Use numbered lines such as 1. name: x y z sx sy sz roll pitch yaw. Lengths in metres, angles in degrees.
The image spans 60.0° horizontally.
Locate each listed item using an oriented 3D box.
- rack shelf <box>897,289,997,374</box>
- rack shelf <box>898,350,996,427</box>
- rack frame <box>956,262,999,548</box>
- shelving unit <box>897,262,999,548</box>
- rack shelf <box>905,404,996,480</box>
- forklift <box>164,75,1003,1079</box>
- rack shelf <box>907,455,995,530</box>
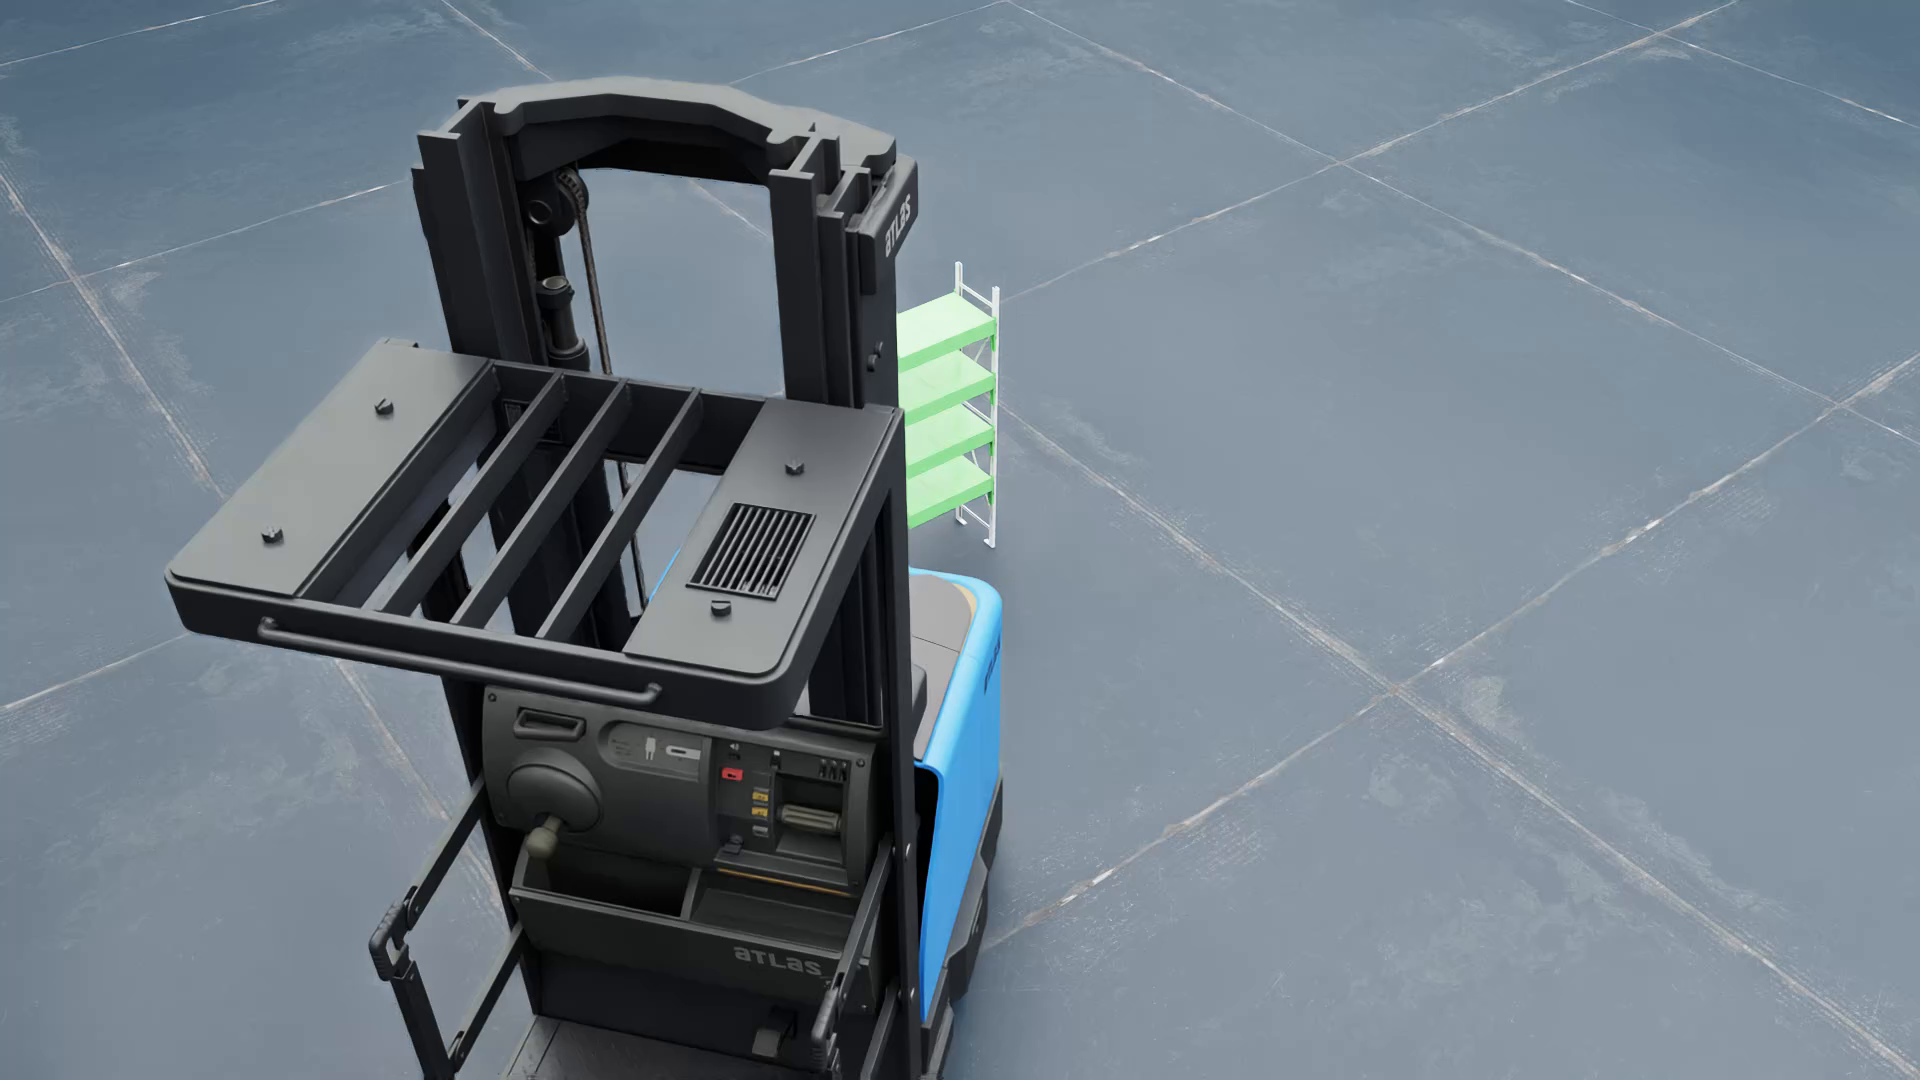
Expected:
1. rack shelf: -0.131 -0.722 6.028 0.480 0.148 0.258 -26 46 -28
2. rack shelf: -0.131 -0.536 6.180 0.480 0.148 0.258 -26 46 -28
3. rack frame: 0.062 -0.494 6.406 0.015 1.200 0.240 -26 46 -28
4. shelving unit: -0.131 -0.400 6.291 0.503 1.200 0.258 -26 46 -28
5. rack shelf: -0.131 -0.351 6.332 0.480 0.148 0.258 -26 46 -28
6. forklift: -0.700 0.655 3.640 1.130 2.935 3.031 9 40 10
7. rack shelf: -0.131 -0.165 6.484 0.480 0.148 0.258 -26 46 -28
